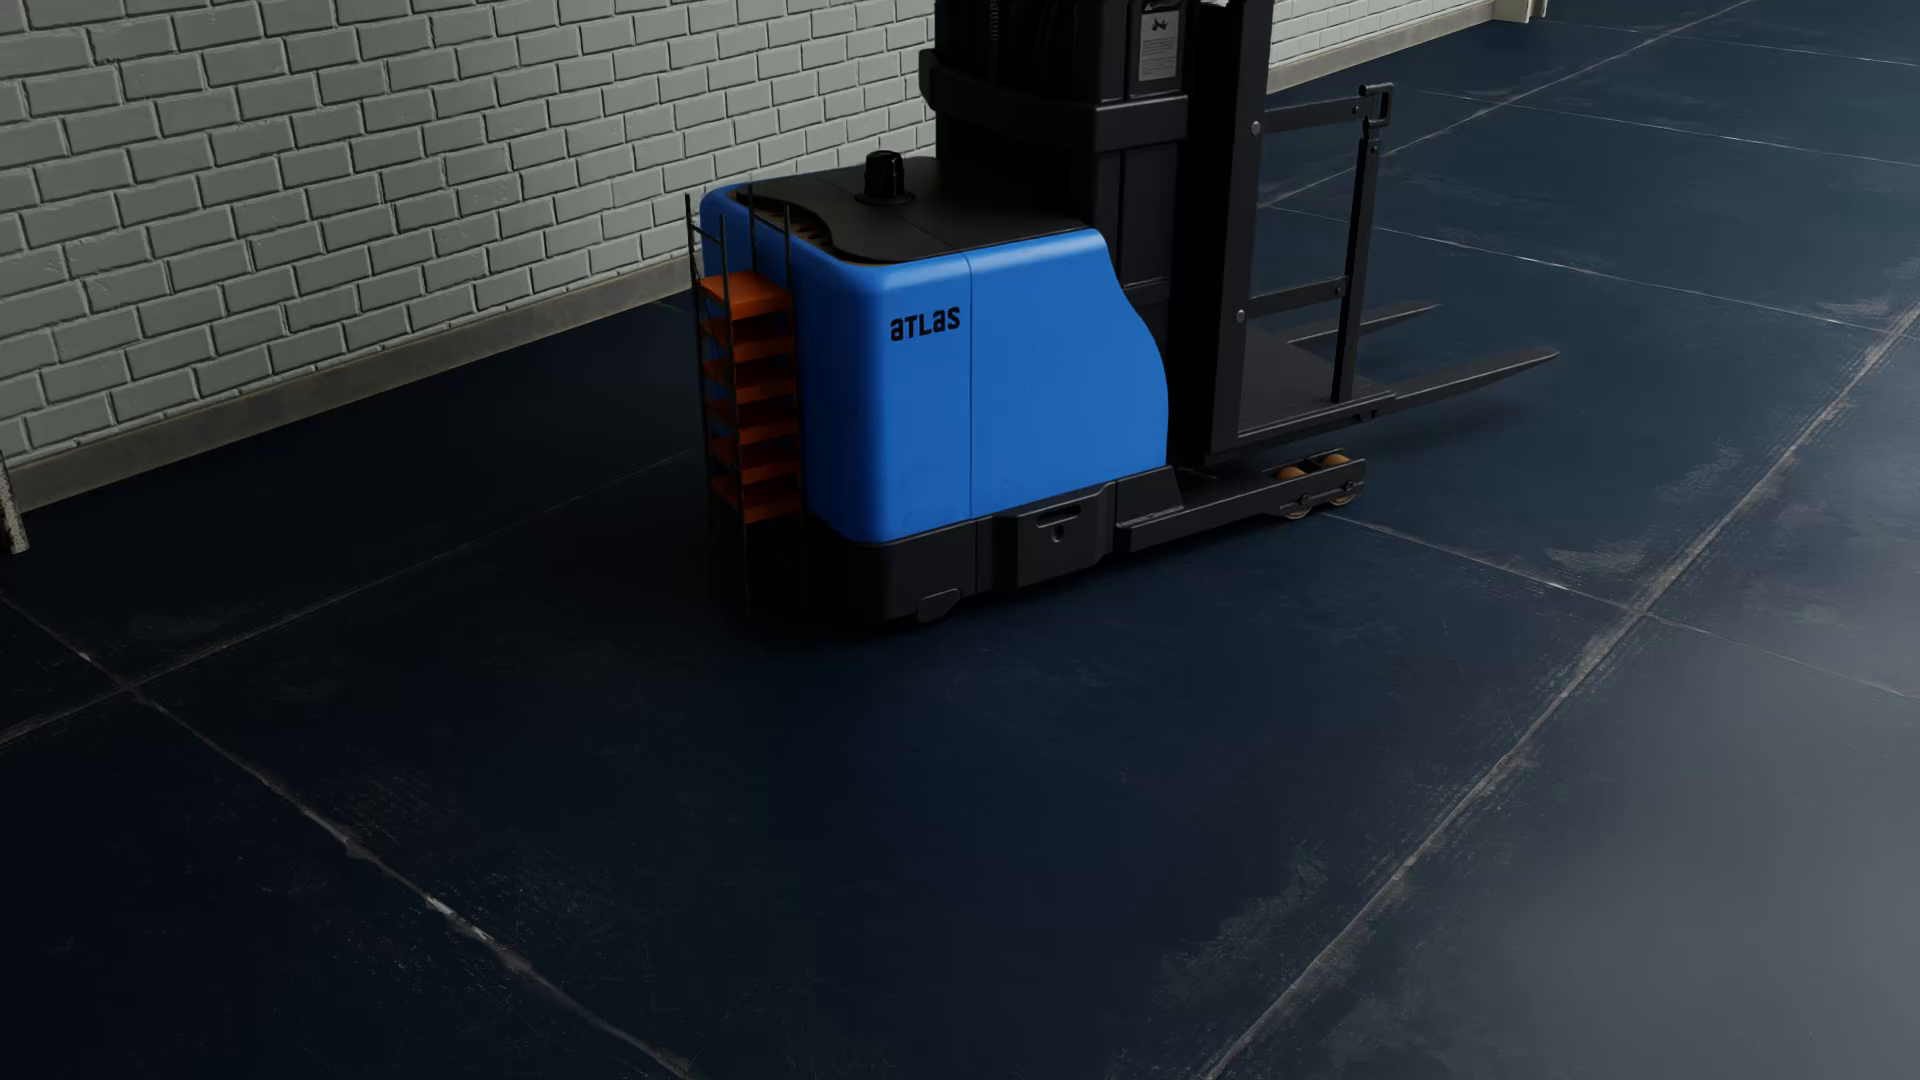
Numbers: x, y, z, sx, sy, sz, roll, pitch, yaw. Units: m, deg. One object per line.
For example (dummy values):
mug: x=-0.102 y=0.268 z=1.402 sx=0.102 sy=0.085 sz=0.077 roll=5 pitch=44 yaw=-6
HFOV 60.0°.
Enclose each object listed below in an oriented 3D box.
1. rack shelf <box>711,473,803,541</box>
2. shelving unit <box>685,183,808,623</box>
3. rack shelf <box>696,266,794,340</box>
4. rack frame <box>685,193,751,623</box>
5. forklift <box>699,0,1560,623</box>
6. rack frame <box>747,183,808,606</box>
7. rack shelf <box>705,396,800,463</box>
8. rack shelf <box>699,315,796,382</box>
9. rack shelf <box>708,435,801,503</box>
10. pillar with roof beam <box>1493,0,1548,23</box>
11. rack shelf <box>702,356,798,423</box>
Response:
rack shelf: x=-0.589 y=-0.112 z=4.779 sx=0.180 sy=0.103 sz=0.258 roll=-16 pitch=31 yaw=-28
shelving unit: x=-0.589 y=-0.364 z=4.648 sx=0.189 sy=1.200 sz=0.258 roll=-16 pitch=31 yaw=-28
rack shelf: x=-0.589 y=-0.645 z=4.503 sx=0.180 sy=0.103 sz=0.258 roll=-16 pitch=31 yaw=-28
rack frame: x=-0.667 y=-0.342 z=4.606 sx=0.006 sy=1.200 sz=0.240 roll=-16 pitch=31 yaw=-28
forklift: x=0.737 y=-1.559 z=5.073 sx=3.031 sy=2.935 sz=1.130 roll=-16 pitch=31 yaw=-28
rack frame: x=-0.511 y=-0.386 z=4.691 sx=0.006 sy=1.200 sz=0.240 roll=-16 pitch=31 yaw=-28
rack shelf: x=-0.589 y=-0.325 z=4.669 sx=0.180 sy=0.103 sz=0.258 roll=-16 pitch=31 yaw=-28
rack shelf: x=-0.589 y=-0.538 z=4.559 sx=0.180 sy=0.103 sz=0.258 roll=-16 pitch=31 yaw=-28
rack shelf: x=-0.589 y=-0.218 z=4.724 sx=0.180 sy=0.103 sz=0.258 roll=-16 pitch=31 yaw=-28
pillar with roof beam: x=7.803 y=-6.942 z=8.876 sx=9.100 sy=9.000 sz=0.400 roll=21 pitch=34 yaw=34
rack shelf: x=-0.589 y=-0.431 z=4.614 sx=0.180 sy=0.103 sz=0.258 roll=-16 pitch=31 yaw=-28
